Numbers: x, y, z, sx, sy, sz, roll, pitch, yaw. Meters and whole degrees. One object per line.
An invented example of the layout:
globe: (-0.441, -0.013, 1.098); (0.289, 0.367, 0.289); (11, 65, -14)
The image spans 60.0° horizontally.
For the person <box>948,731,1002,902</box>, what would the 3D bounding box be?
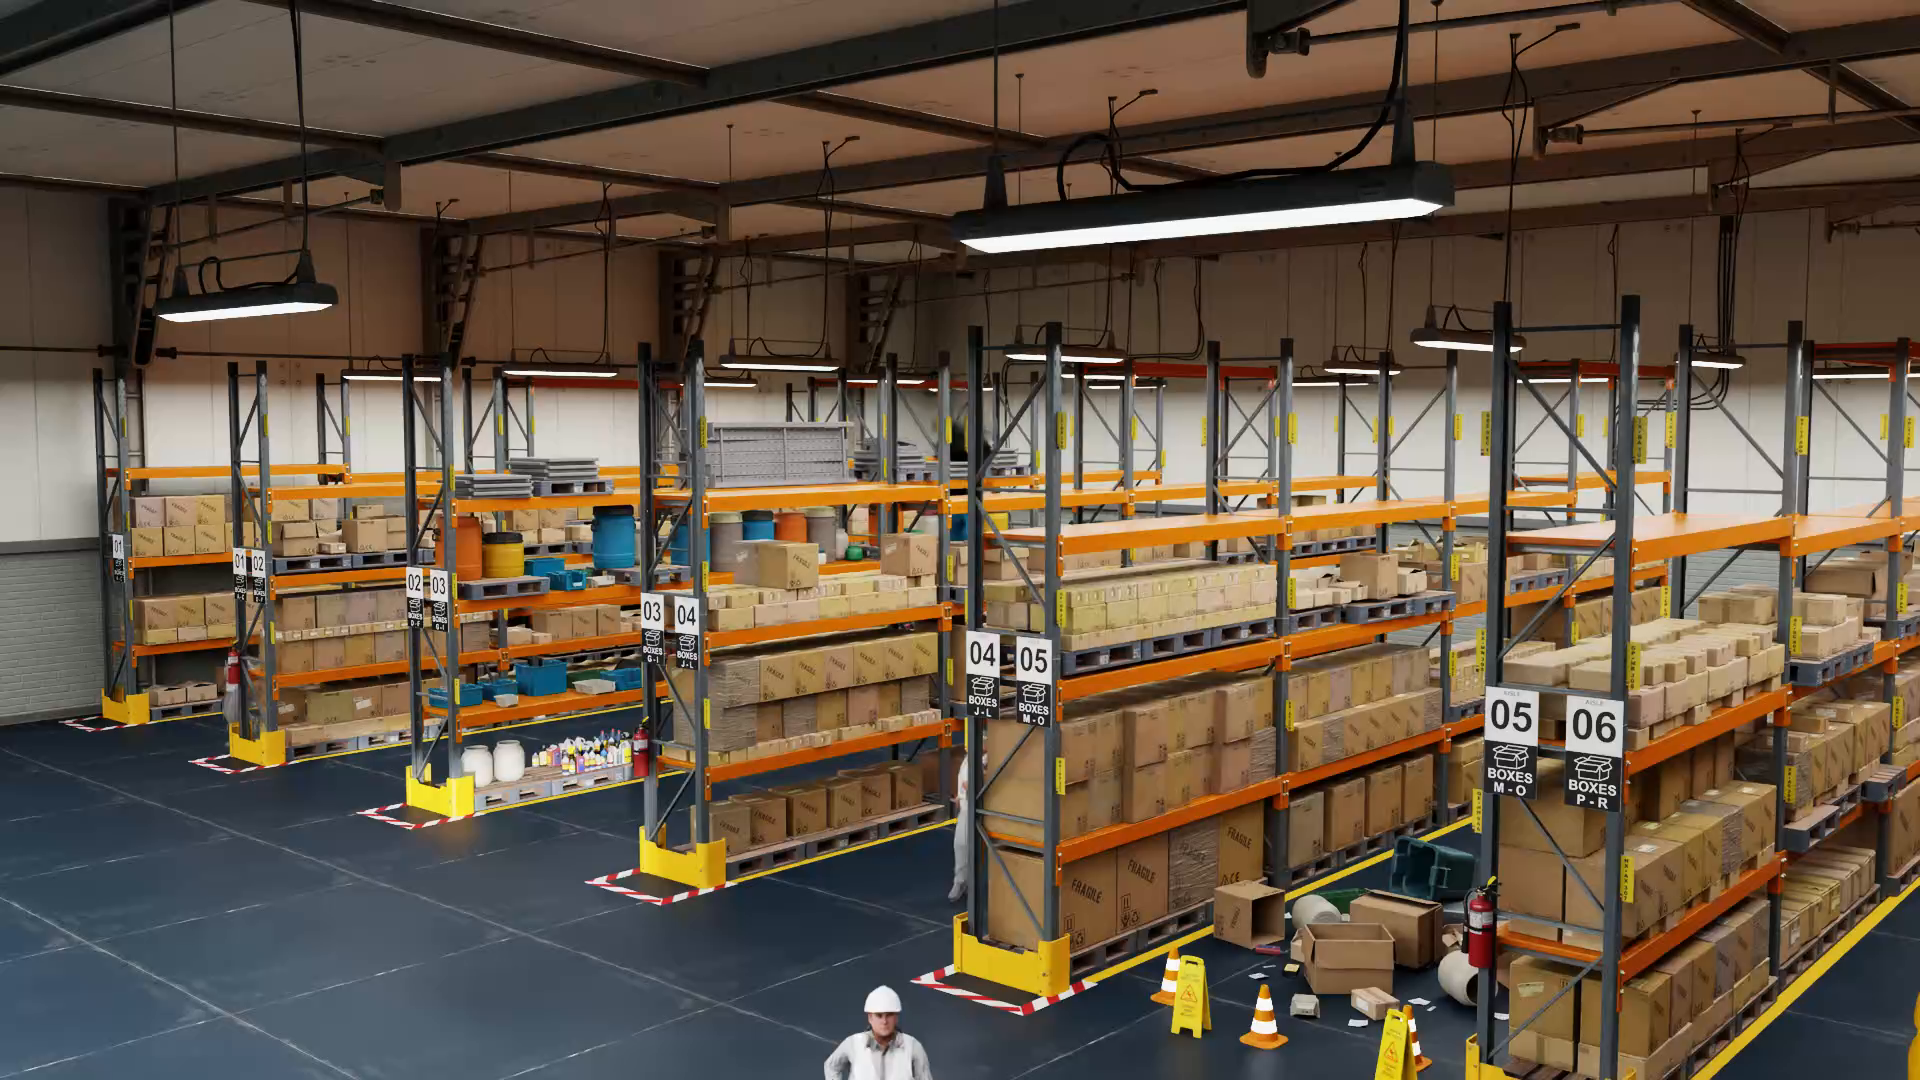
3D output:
person: (0.210, 2.943, 18.036); (0.649, 1.823, 0.871); (3, 5, 33)

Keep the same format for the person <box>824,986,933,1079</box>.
person: (-0.467, 3.560, 9.865); (0.627, 1.833, 0.753); (-1, 4, -10)

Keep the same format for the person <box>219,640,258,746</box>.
person: (-11.439, 2.408, 26.401); (0.614, 1.677, 0.609); (3, 5, 39)
